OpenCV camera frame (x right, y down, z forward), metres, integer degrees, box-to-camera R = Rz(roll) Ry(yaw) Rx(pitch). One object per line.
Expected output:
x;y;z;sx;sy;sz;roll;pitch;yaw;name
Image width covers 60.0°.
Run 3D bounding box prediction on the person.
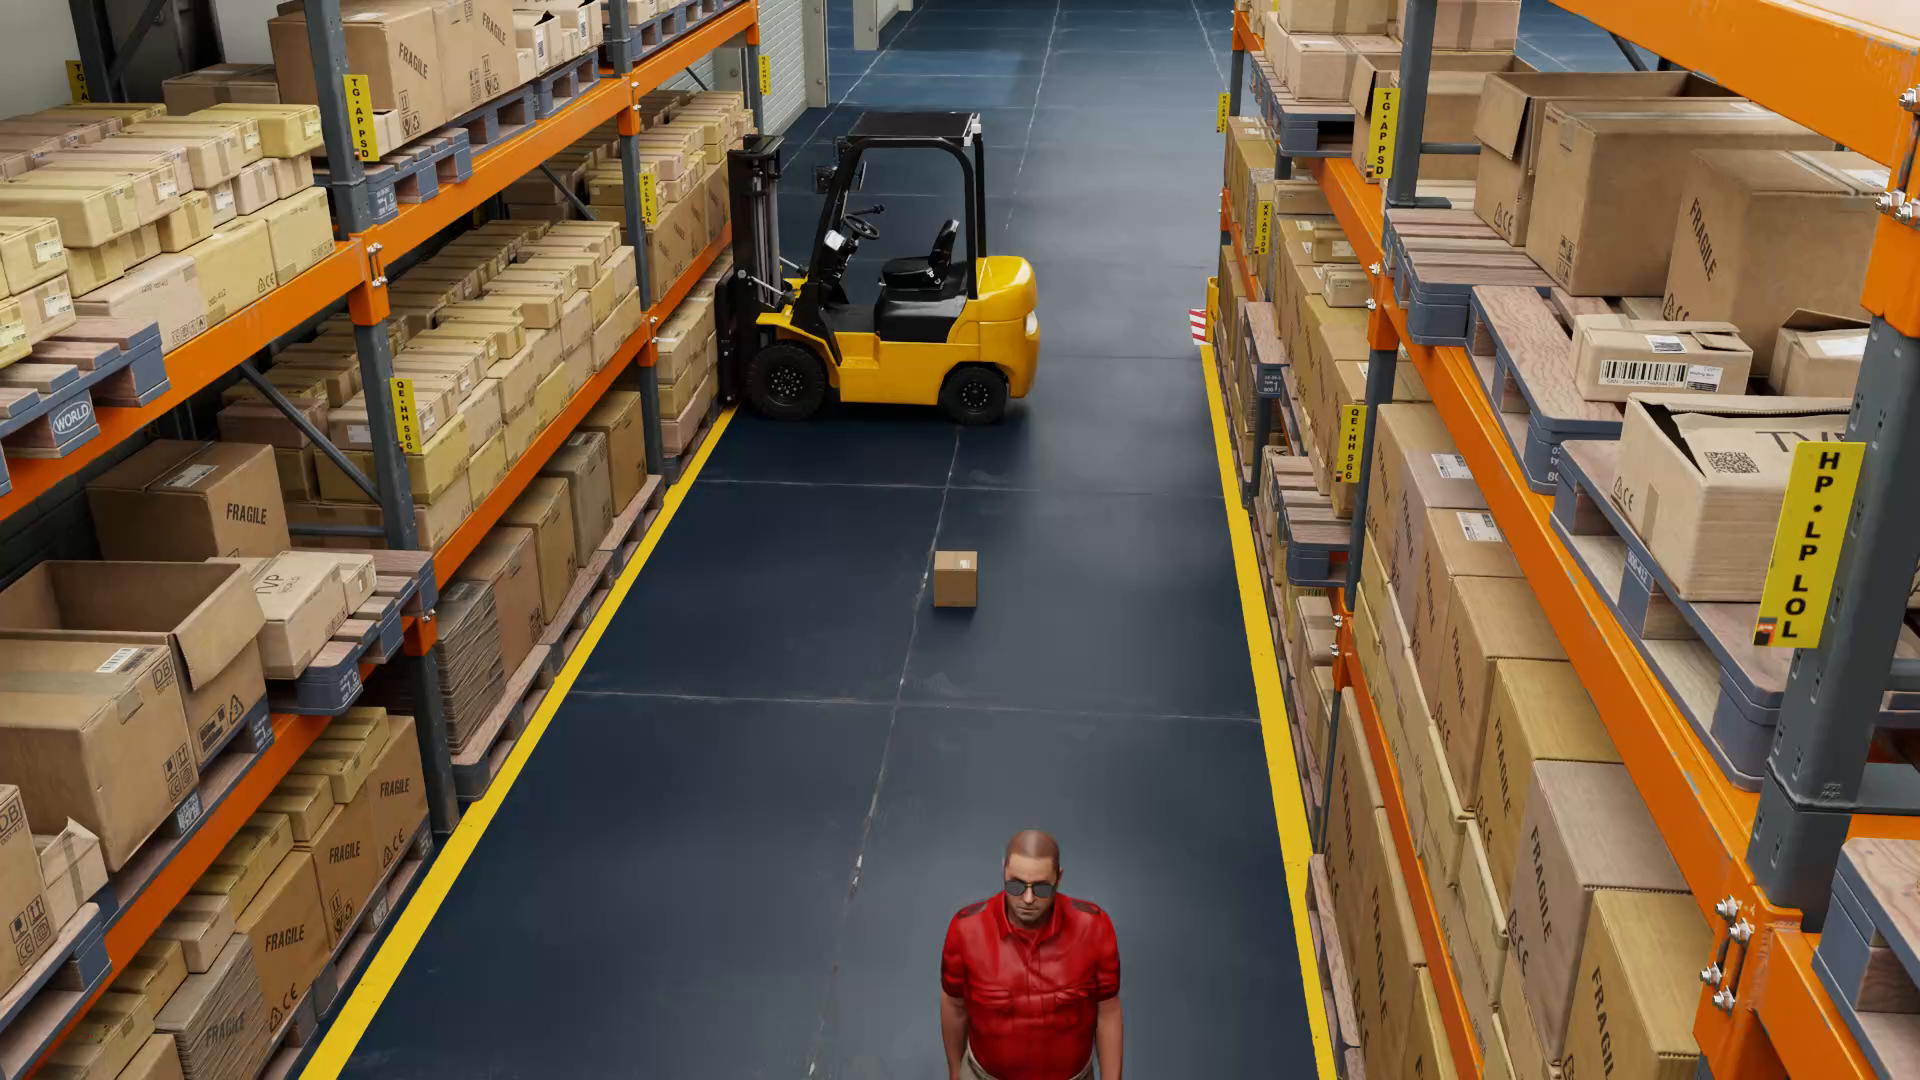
0.215;1.628;5.018;0.538;1.685;0.901;-2;24;-4;person
